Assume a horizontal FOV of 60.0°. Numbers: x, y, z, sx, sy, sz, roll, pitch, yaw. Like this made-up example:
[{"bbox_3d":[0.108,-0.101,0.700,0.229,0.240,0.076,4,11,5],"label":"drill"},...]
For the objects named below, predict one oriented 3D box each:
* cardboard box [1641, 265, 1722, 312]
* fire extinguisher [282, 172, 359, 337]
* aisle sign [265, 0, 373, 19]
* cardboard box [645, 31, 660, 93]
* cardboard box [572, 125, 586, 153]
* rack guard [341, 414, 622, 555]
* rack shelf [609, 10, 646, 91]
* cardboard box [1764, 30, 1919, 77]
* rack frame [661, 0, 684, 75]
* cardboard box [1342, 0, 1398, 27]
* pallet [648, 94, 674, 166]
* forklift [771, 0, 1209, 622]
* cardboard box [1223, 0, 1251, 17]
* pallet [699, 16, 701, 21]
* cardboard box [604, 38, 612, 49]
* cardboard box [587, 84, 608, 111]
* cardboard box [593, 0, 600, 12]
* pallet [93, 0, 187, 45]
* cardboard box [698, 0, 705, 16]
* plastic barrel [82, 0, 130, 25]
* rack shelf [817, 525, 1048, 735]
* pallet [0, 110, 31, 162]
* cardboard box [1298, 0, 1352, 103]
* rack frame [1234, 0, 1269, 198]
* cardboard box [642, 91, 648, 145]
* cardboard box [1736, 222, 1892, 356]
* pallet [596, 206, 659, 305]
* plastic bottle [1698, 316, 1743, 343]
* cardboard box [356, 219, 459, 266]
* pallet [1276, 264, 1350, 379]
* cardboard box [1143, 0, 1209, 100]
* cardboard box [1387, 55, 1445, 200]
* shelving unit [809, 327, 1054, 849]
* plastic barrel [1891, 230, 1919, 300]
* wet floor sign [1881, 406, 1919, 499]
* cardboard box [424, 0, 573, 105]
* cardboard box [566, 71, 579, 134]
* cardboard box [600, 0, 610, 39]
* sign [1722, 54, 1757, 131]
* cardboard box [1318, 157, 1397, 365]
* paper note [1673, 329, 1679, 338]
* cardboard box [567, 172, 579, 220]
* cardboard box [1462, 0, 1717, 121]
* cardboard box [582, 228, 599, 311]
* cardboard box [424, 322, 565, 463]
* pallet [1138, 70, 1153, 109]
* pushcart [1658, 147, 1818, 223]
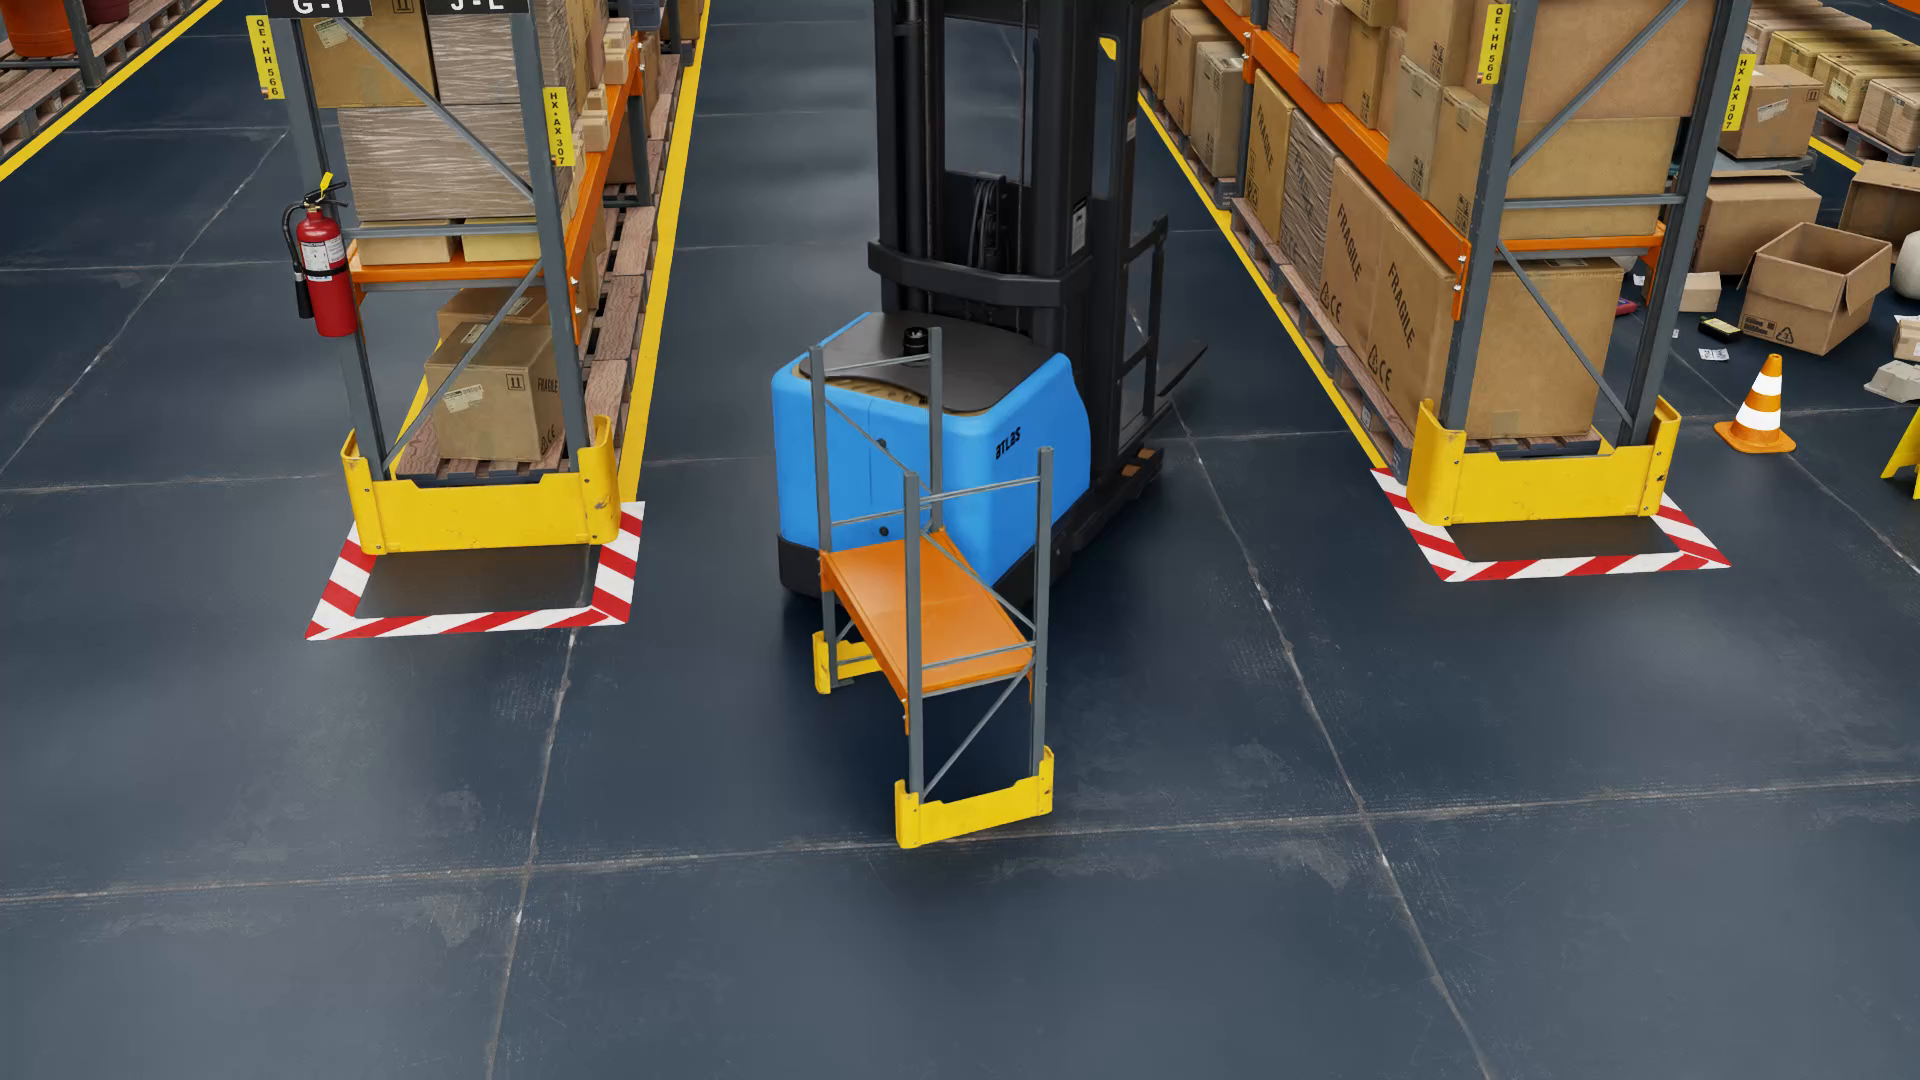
[{"bbox_3d":[4.382,-1.559,10.101,0.396,0.266,0.258,2,31,4],"label":"cardboard box"},{"bbox_3d":[-2.634,-1.180,6.876,0.296,0.674,0.183,-3,31,-5],"label":"fire extinguisher"},{"bbox_3d":[-2.479,-2.364,6.247,0.394,0.787,0.004,-3,31,-5],"label":"aisle sign"},{"bbox_3d":[-2.787,-3.870,13.313,0.700,0.500,0.500,-5,31,-9],"label":"cardboard box"},{"bbox_3d":[-2.099,-1.981,8.386,0.380,0.149,0.250,-3,31,-5],"label":"cardboard box"},{"bbox_3d":[-2.193,-0.259,7.696,1.175,0.500,0.348,-3,31,-5],"label":"rack guard"},{"bbox_3d":[-2.747,-4.048,12.304,1.077,0.370,4.000,-3,31,-5],"label":"rack shelf"},{"bbox_3d":[7.118,-3.852,13.427,0.950,0.372,0.625,-2,31,-3],"label":"cardboard box"},{"bbox_3d":[-2.934,-5.378,13.829,1.000,3.000,0.127,-3,31,-5],"label":"rack frame"},{"bbox_3d":[2.526,-3.032,8.702,0.875,0.550,0.500,-3,31,-5],"label":"cardboard box"},{"bbox_3d":[-2.751,-3.160,12.835,1.003,0.211,1.213,-3,31,-5],"label":"pallet"},{"bbox_3d":[0.353,-1.559,7.502,1.130,2.935,3.031,15,34,24],"label":"forklift"},{"bbox_3d":[2.073,-3.818,11.120,0.500,0.500,0.500,-3,31,-5],"label":"cardboard box"},{"bbox_3d":[-3.043,-5.208,16.264,1.003,0.211,1.213,-3,31,-5],"label":"pallet"},{"bbox_3d":[-2.270,-2.874,9.881,0.380,0.149,0.250,-3,31,-5],"label":"cardboard box"},{"bbox_3d":[-2.122,-2.366,9.030,0.380,0.149,0.250,-3,31,-5],"label":"cardboard box"},{"bbox_3d":[-2.107,-2.953,8.406,0.500,0.500,0.500,-3,31,-5],"label":"cardboard box"},{"bbox_3d":[-8.091,-4.966,15.857,1.003,0.211,1.213,-3,31,-5],"label":"pallet"},{"bbox_3d":[-3.053,-5.455,15.620,1.225,0.875,0.875,-3,31,-4],"label":"cardboard box"},{"bbox_3d":[-8.033,-5.111,15.324,0.600,0.588,0.708,-3,31,-5],"label":"plastic barrel"},{"bbox_3d":[-0.123,0.306,6.127,0.538,0.185,1.000,-11,33,-18],"label":"rack shelf"},{"bbox_3d":[-7.720,-2.925,12.441,1.003,0.211,1.213,-3,31,-5],"label":"pallet"},{"bbox_3d":[2.441,-2.837,9.429,0.875,0.550,0.550,-3,31,-5],"label":"cardboard box"},{"bbox_3d":[2.388,-3.522,10.721,1.000,3.000,0.127,-3,31,-5],"label":"rack frame"},{"bbox_3d":[-2.622,-3.010,11.873,0.700,0.500,0.500,-3,31,-5],"label":"cardboard box"},{"bbox_3d":[4.996,-1.472,9.724,0.637,0.503,0.797,27,40,37],"label":"cardboard box"},{"bbox_3d":[-2.462,-1.797,10.553,1.003,0.211,1.213,-3,31,-5],"label":"pallet"},{"bbox_3d":[4.444,-1.244,9.773,0.133,0.061,0.283,-14,33,-22],"label":"plastic bottle"},{"bbox_3d":[-2.418,-1.321,7.282,0.380,0.149,0.250,-3,31,-5],"label":"cardboard box"},{"bbox_3d":[2.498,-1.308,9.735,1.003,0.211,1.213,-3,31,-5],"label":"pallet"},{"bbox_3d":[2.066,-4.017,13.335,1.050,0.750,0.750,-2,31,-4],"label":"cardboard box"},{"bbox_3d":[2.609,-2.011,8.045,0.875,0.550,0.550,-3,31,-5],"label":"cardboard box"},{"bbox_3d":[-0.126,0.147,6.042,0.587,1.500,1.083,-11,33,-18],"label":"shelving unit"},{"bbox_3d":[5.980,-1.644,10.090,0.512,0.421,0.421,20,36,29],"label":"plastic barrel"},{"bbox_3d":[4.736,-0.549,8.040,0.267,0.644,0.232,-8,32,-13],"label":"wet floor sign"},{"bbox_3d":[-1.966,-2.187,7.124,0.500,0.500,0.500,-3,31,-5],"label":"cardboard box"},{"bbox_3d":[-2.380,-2.253,8.210,0.875,0.500,0.500,-3,31,-5],"label":"cardboard box"},{"bbox_3d":[-2.580,-3.274,9.918,0.875,0.500,0.500,-3,31,-5],"label":"cardboard box"},{"bbox_3d":[3.315,-1.909,7.099,0.100,0.325,0.005,-3,31,-5],"label":"sign"},{"bbox_3d":[2.548,-1.540,9.065,0.875,0.875,0.875,-3,31,-5],"label":"cardboard box"},{"bbox_3d":[4.202,-1.214,9.772,0.032,0.001,0.123,13,33,21],"label":"paper note"},{"bbox_3d":[-1.988,-1.600,7.748,0.380,0.149,0.250,-3,31,-5],"label":"cardboard box"},{"bbox_3d":[2.765,-2.199,7.307,0.875,0.550,0.550,-3,31,-5],"label":"cardboard box"},{"bbox_3d":[-2.365,-1.632,9.584,0.500,0.500,0.500,-5,31,-9],"label":"cardboard box"},{"bbox_3d":[-2.228,-0.720,8.059,0.500,0.500,0.500,3,31,5],"label":"cardboard box"},{"bbox_3d":[2.013,-3.961,14.175,1.003,0.211,1.213,-3,31,-5],"label":"pallet"},{"bbox_3d":[5.041,-2.550,11.651,1.648,0.377,0.936,-14,33,-22],"label":"pushcart"}]
